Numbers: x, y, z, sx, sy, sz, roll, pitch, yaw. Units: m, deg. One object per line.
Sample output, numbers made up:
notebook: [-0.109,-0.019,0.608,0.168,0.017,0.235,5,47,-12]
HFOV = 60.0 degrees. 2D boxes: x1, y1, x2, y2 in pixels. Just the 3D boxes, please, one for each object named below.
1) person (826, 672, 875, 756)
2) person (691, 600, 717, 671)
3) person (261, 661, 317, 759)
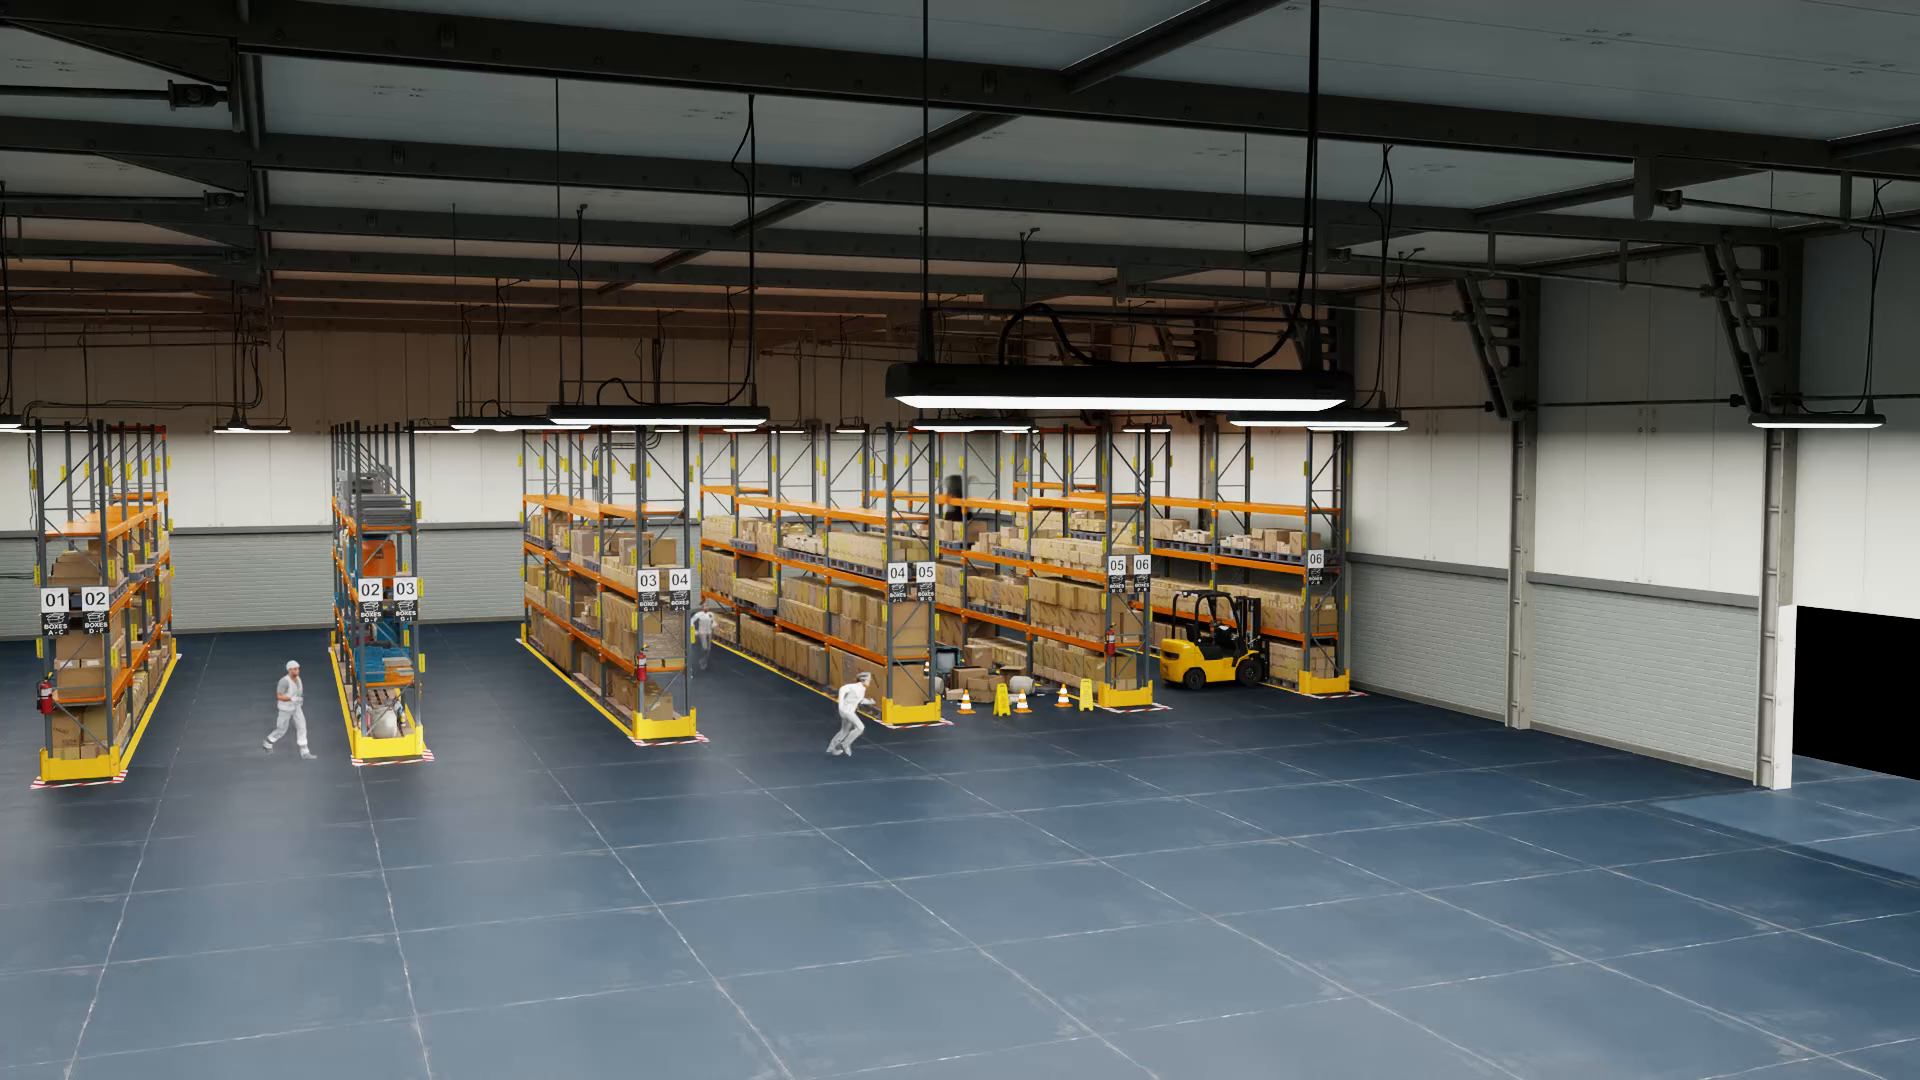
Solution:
person: [-1.969,3.108,29.647,0.903,1.516,0.650,1,4,14]
person: [-6.250,2.335,40.747,0.607,1.718,0.698,-2,4,-31]
person: [-11.802,2.981,29.193,1.088,1.749,0.644,1,4,22]
